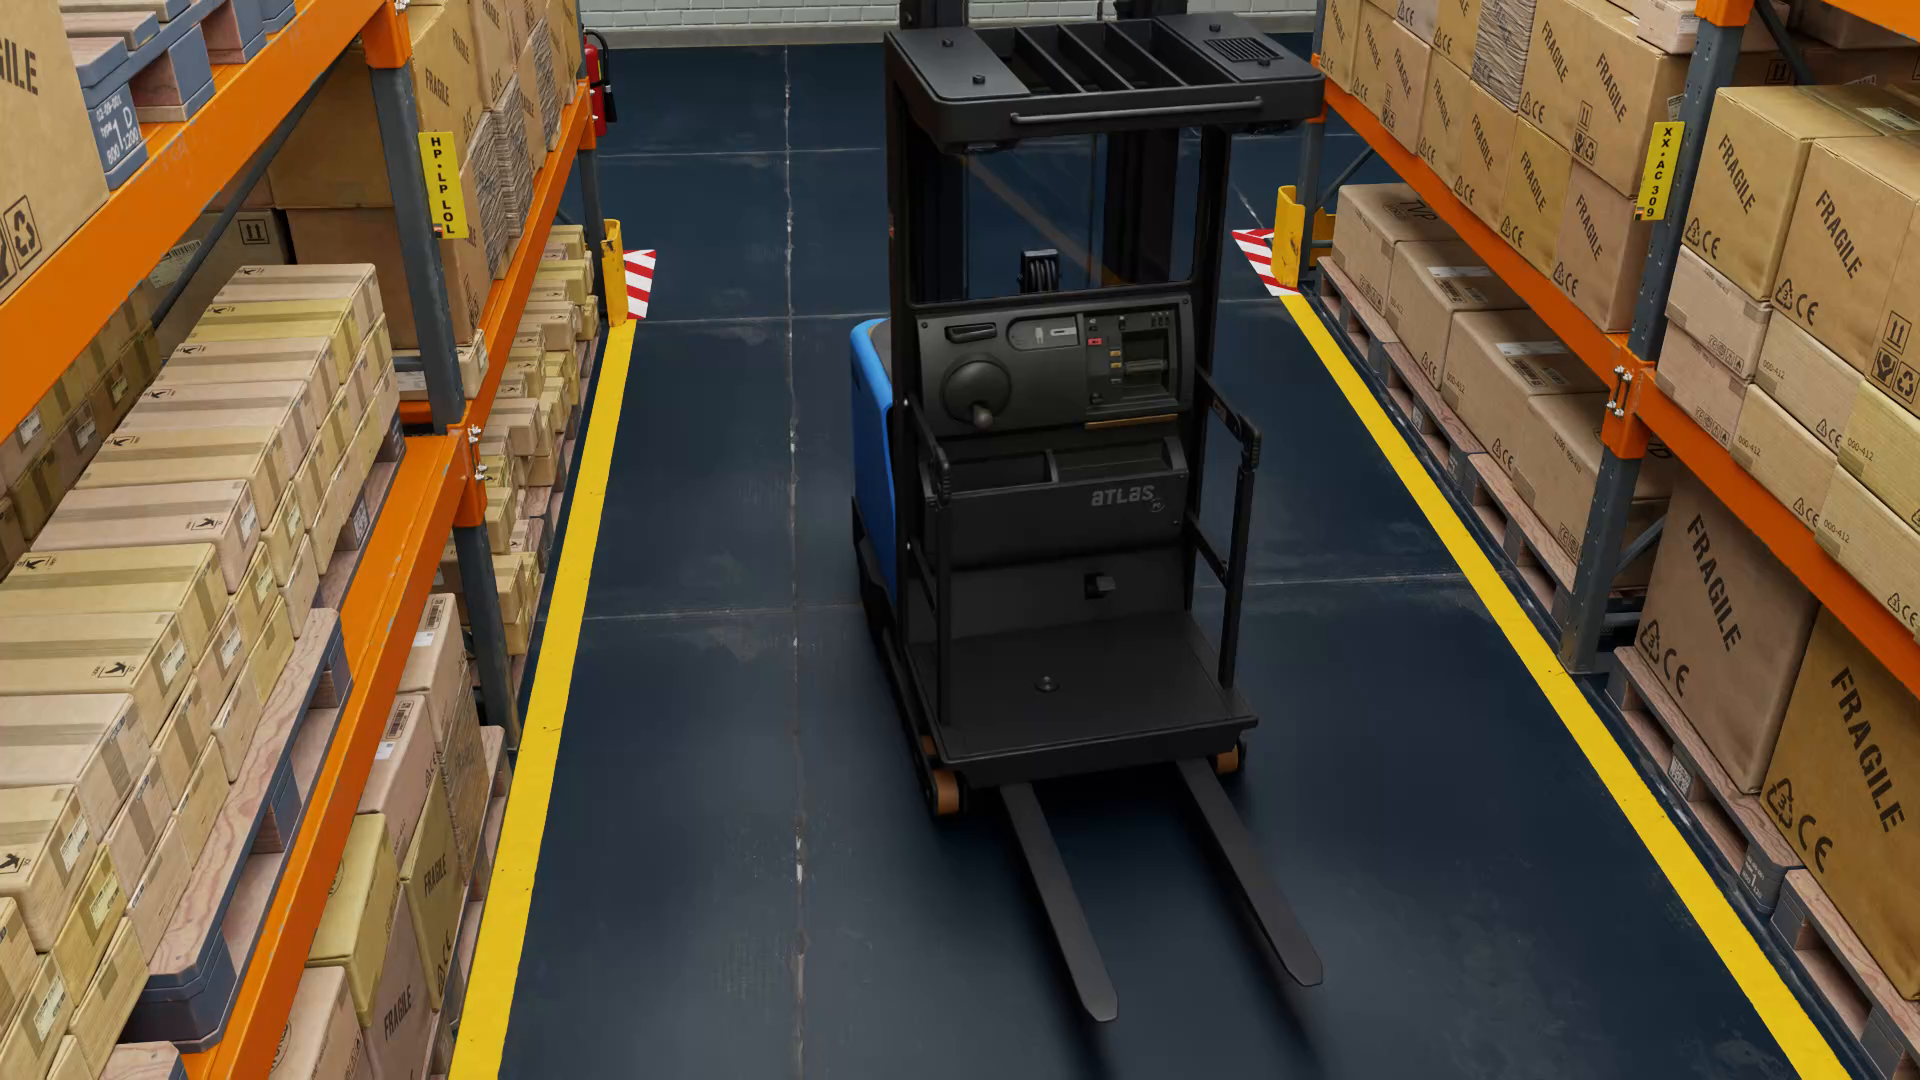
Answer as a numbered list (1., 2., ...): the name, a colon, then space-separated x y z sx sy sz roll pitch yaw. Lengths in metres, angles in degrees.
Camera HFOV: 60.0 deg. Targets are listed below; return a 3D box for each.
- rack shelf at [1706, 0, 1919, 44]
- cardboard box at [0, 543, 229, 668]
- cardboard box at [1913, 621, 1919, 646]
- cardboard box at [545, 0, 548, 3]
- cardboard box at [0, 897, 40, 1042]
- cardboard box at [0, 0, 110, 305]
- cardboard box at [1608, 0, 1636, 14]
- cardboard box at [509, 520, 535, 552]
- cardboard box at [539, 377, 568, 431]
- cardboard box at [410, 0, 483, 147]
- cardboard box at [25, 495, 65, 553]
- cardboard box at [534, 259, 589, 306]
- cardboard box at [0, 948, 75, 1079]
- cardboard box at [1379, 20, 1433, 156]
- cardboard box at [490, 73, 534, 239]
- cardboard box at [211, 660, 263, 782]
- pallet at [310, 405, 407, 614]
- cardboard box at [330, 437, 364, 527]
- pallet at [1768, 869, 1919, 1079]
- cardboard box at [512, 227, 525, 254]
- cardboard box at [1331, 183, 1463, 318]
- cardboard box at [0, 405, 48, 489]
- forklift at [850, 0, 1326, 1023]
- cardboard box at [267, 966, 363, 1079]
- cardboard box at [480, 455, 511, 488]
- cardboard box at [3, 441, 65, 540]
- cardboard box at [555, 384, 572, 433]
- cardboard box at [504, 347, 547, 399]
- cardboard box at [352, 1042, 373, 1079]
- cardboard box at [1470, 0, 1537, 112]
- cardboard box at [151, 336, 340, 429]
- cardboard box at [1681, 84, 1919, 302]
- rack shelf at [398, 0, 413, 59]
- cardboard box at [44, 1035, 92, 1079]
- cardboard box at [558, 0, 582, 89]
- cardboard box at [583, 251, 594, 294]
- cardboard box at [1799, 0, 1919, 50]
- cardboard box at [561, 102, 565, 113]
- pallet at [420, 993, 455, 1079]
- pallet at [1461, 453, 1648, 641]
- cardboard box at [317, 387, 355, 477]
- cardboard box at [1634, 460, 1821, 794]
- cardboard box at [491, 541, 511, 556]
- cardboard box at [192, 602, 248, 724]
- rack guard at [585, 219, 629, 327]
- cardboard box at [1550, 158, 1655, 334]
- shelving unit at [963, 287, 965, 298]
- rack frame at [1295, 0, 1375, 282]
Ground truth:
1. rack shelf: 3.013 -0.777 3.402 1.077 0.370 4.000 -3 31 -5
2. cardboard box: -1.713 0.140 3.346 0.380 0.149 0.250 -3 31 -5
3. cardboard box: 2.724 0.265 4.028 0.500 0.250 0.500 -3 31 -5
4. cardboard box: -2.129 -2.692 7.470 0.500 0.500 0.500 -4 31 -6
5. cardboard box: -1.616 0.676 2.448 0.380 0.149 0.250 -3 31 -5
6. cardboard box: -1.613 -0.633 2.363 0.500 0.500 0.500 -3 31 -5
7. cardboard box: 2.550 -1.980 5.934 0.380 0.149 0.250 -3 31 -5
8. cardboard box: -1.907 0.051 6.609 0.380 0.149 0.250 -3 31 -5
9. cardboard box: -1.963 -0.601 7.412 0.380 0.149 0.250 -2 31 -4
10. cardboard box: -1.956 -1.636 5.702 0.500 0.500 0.500 -4 31 -6
11. cardboard box: -2.440 0.017 4.131 0.380 0.149 0.250 -2 31 -4
12. cardboard box: -2.048 -1.269 8.240 0.380 0.149 0.250 -3 31 -6
13. cardboard box: -1.620 0.781 2.563 0.380 0.149 0.250 -4 31 -6
14. cardboard box: 2.316 -2.128 7.790 0.500 0.500 0.500 -3 31 -5
15. cardboard box: -1.953 -1.477 6.411 0.500 0.500 0.500 -3 31 -6
16. cardboard box: -1.709 0.391 3.505 0.380 0.149 0.250 -4 31 -6
17. pallet: -2.166 -0.051 4.597 1.003 0.211 1.213 -3 31 -5
18. cardboard box: -1.812 -0.150 4.411 0.380 0.149 0.250 -3 31 -5
19. pallet: 3.090 1.392 4.713 1.003 0.211 1.213 -3 31 -5
20. cardboard box: -1.965 -1.253 6.668 0.380 0.149 0.250 -1 31 -2
21. cardboard box: 2.614 -1.610 9.109 0.875 0.438 0.875 -4 31 -6
22. cardboard box: -2.440 -0.235 3.973 0.380 0.149 0.250 -3 31 -5
23. forklift: 0.371 -0.531 5.281 1.130 2.935 3.031 -7 31 -11
24. cardboard box: -1.623 1.207 3.601 0.500 0.250 0.500 -3 31 -4
25. cardboard box: -1.958 -0.198 6.448 0.380 0.149 0.250 -3 31 -5
26. cardboard box: -2.438 -0.111 4.056 0.380 0.149 0.250 -4 31 -7
27. cardboard box: -2.018 -0.612 7.720 0.380 0.149 0.250 -2 31 -4
28. cardboard box: -2.039 -0.727 7.333 0.380 0.149 0.250 -3 31 -4
29. cardboard box: -1.634 1.513 3.820 0.500 0.500 0.500 -4 31 -6
30. cardboard box: 2.411 -2.038 6.664 0.500 0.500 0.500 -2 31 -4
31. cardboard box: -1.813 -0.394 4.239 0.380 0.149 0.250 -4 31 -6
32. cardboard box: 2.581 -1.053 5.015 0.500 0.500 0.500 -2 31 -4
33. rack shelf: -2.280 -2.531 6.338 1.077 0.370 4.000 -3 31 -5
34. cardboard box: -1.611 0.926 2.609 0.380 0.149 0.250 -1 31 -2
35. cardboard box: -2.168 -2.526 8.167 0.500 0.500 0.500 -2 31 -4
36. cardboard box: -2.133 -1.401 8.751 0.380 0.149 0.250 -4 31 -6
37. cardboard box: 3.055 -1.744 5.539 0.380 0.149 0.250 -3 31 -5
38. cardboard box: -2.169 -2.183 8.225 0.380 0.149 0.250 -3 31 -5
39. pallet: -1.902 1.688 4.218 1.003 0.211 1.213 -3 31 -5
40. pallet: 2.833 -0.014 7.068 1.003 0.211 1.213 -3 31 -5
41. cardboard box: -1.813 -0.276 4.332 0.380 0.149 0.250 -1 31 -2
42. cardboard box: 2.964 0.225 5.610 0.875 0.875 0.875 -2 31 -3
43. cardboard box: -1.921 0.060 6.305 0.380 0.149 0.250 -3 31 -4
44. cardboard box: -1.715 0.260 3.435 0.380 0.149 0.250 -2 31 -3
45. rack guard: -2.460 -1.461 9.208 1.175 0.500 0.348 -3 31 -5
46. cardboard box: 2.528 -1.087 6.047 0.500 0.500 0.500 -2 31 -4
47. shelving unit: -0.041 -0.541 7.131 0.215 1.050 0.252 -7 31 -11
48. rack frame: 2.452 -2.862 9.116 1.000 3.000 0.127 -3 31 -5
